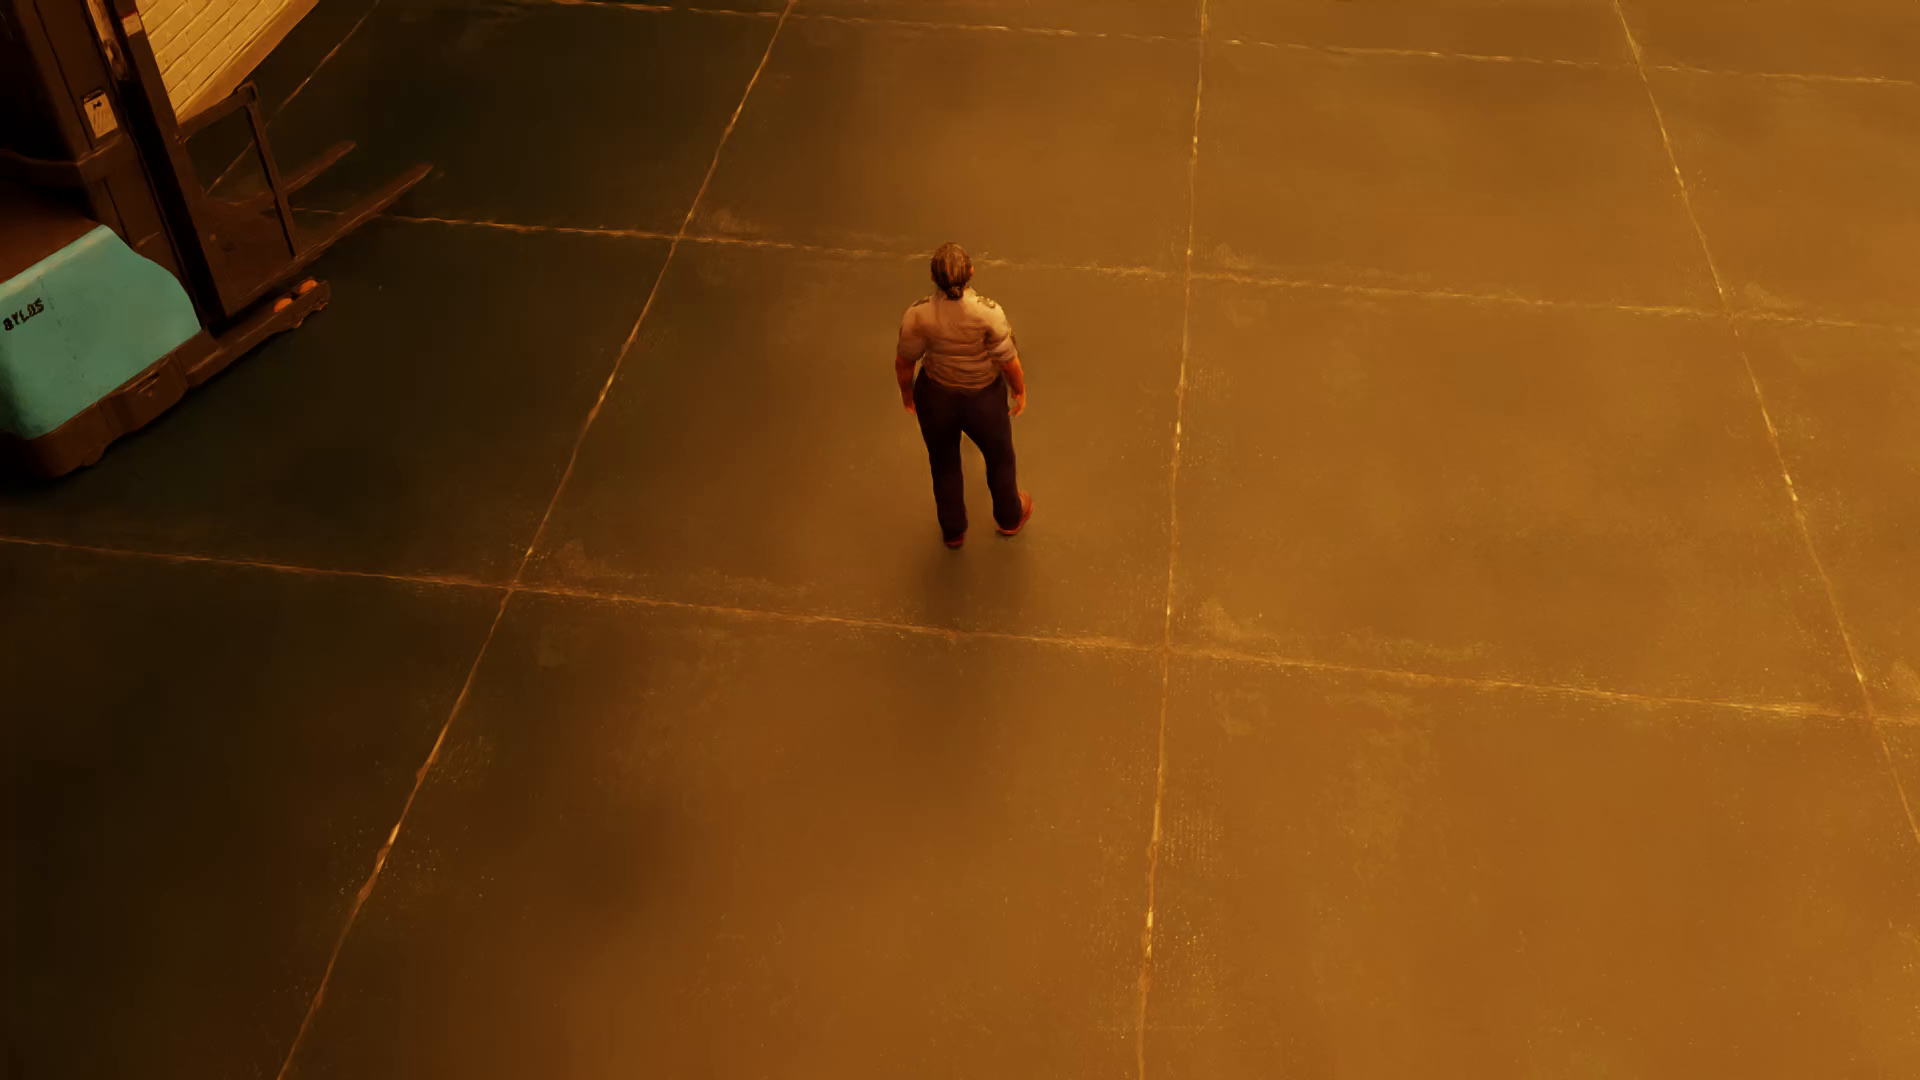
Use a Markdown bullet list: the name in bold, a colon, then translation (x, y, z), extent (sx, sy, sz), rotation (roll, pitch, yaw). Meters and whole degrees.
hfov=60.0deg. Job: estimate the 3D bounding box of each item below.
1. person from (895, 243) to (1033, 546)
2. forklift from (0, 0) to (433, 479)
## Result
- **person**: translation (0.035, -0.670, 7.392), extent (0.599, 1.650, 0.502), rotation (5, 43, 6)
- **forklift**: translation (-4.170, -2.371, 8.305), extent (1.130, 2.935, 3.031), rotation (19, 46, 20)
